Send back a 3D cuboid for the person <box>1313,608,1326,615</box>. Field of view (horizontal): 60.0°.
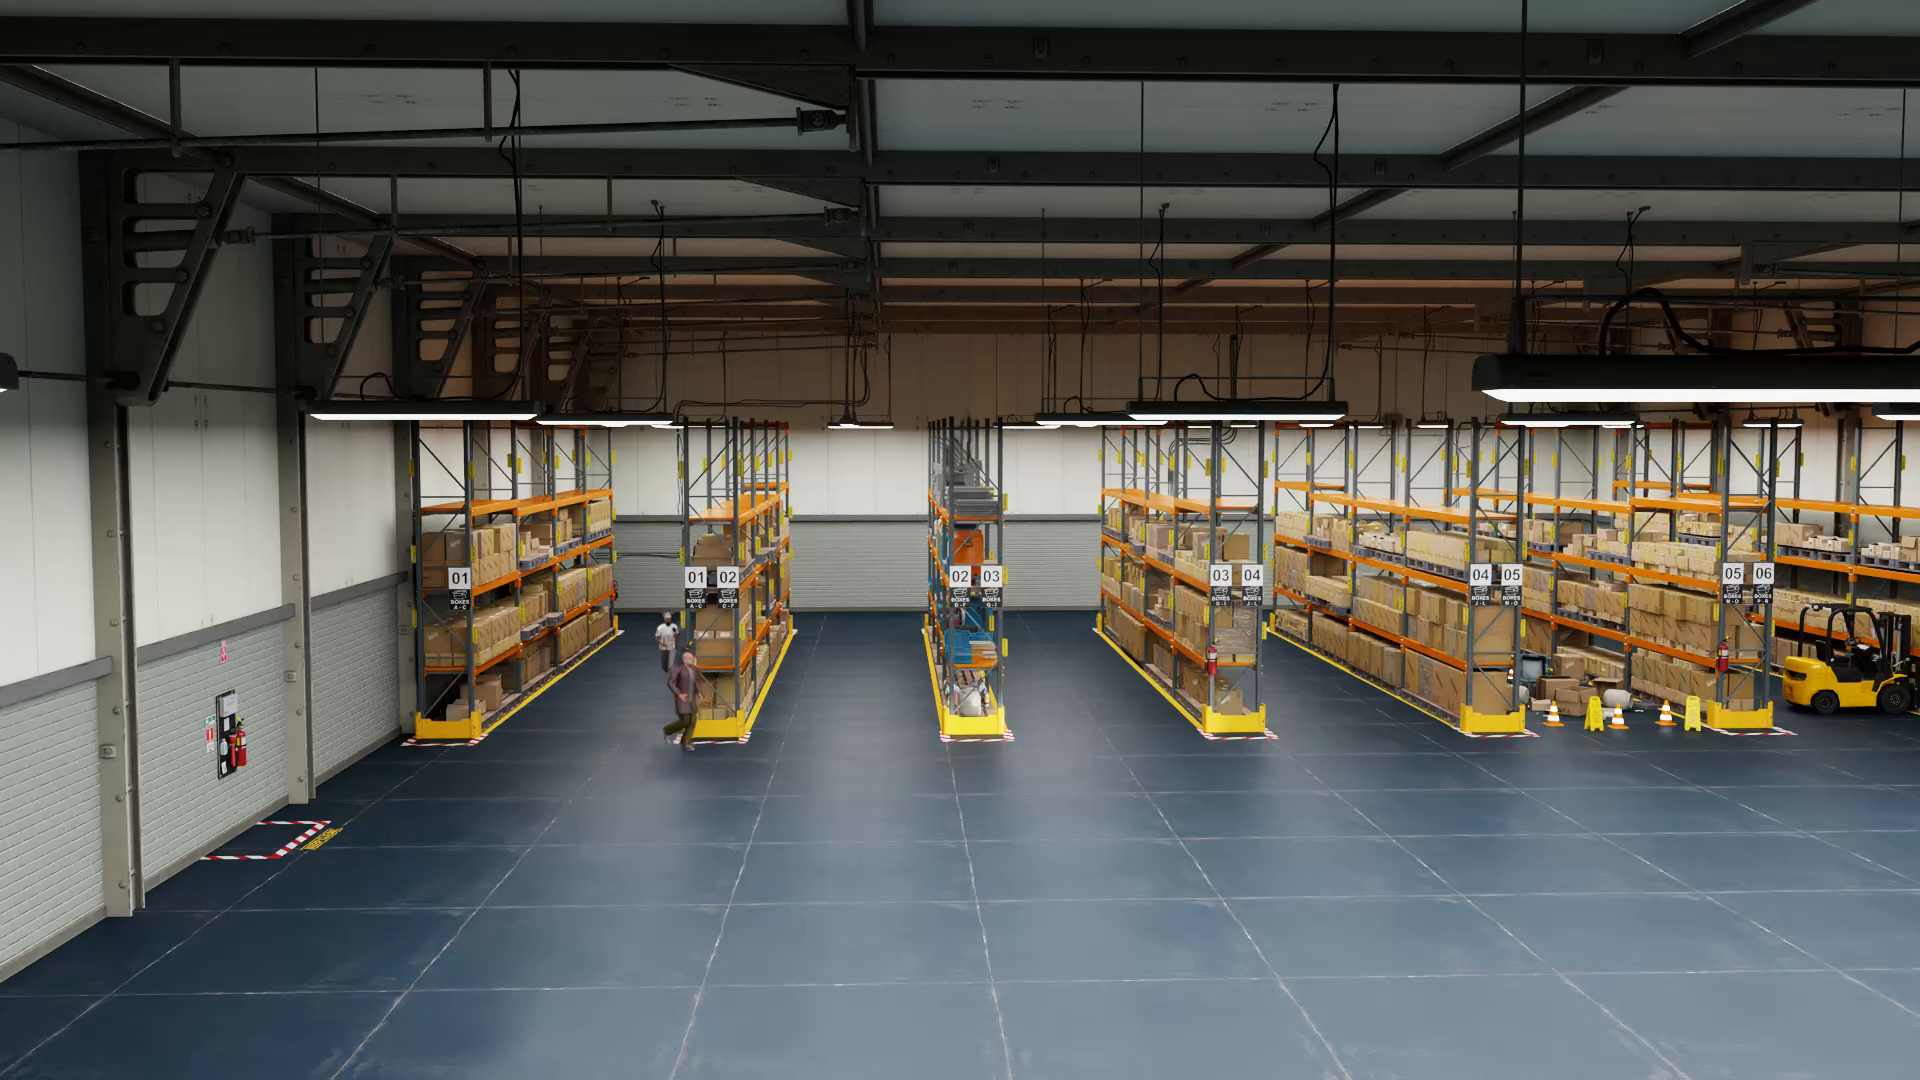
[{"bbox_3d":[10.553,1.714,48.750,0.557,1.689,0.765,3,5,40],"label":"person"}]

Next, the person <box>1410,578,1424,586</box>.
[{"bbox_3d":[13.516,1.653,49.345,0.619,1.706,0.724,0,4,5],"label":"person"}]

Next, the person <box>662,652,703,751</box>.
[{"bbox_3d":[-4.979,2.903,30.068,0.725,1.746,0.748,2,4,33],"label":"person"}]

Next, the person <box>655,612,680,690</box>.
[{"bbox_3d":[-6.566,2.460,37.313,0.545,1.706,1.090,0,4,-5],"label":"person"}]
